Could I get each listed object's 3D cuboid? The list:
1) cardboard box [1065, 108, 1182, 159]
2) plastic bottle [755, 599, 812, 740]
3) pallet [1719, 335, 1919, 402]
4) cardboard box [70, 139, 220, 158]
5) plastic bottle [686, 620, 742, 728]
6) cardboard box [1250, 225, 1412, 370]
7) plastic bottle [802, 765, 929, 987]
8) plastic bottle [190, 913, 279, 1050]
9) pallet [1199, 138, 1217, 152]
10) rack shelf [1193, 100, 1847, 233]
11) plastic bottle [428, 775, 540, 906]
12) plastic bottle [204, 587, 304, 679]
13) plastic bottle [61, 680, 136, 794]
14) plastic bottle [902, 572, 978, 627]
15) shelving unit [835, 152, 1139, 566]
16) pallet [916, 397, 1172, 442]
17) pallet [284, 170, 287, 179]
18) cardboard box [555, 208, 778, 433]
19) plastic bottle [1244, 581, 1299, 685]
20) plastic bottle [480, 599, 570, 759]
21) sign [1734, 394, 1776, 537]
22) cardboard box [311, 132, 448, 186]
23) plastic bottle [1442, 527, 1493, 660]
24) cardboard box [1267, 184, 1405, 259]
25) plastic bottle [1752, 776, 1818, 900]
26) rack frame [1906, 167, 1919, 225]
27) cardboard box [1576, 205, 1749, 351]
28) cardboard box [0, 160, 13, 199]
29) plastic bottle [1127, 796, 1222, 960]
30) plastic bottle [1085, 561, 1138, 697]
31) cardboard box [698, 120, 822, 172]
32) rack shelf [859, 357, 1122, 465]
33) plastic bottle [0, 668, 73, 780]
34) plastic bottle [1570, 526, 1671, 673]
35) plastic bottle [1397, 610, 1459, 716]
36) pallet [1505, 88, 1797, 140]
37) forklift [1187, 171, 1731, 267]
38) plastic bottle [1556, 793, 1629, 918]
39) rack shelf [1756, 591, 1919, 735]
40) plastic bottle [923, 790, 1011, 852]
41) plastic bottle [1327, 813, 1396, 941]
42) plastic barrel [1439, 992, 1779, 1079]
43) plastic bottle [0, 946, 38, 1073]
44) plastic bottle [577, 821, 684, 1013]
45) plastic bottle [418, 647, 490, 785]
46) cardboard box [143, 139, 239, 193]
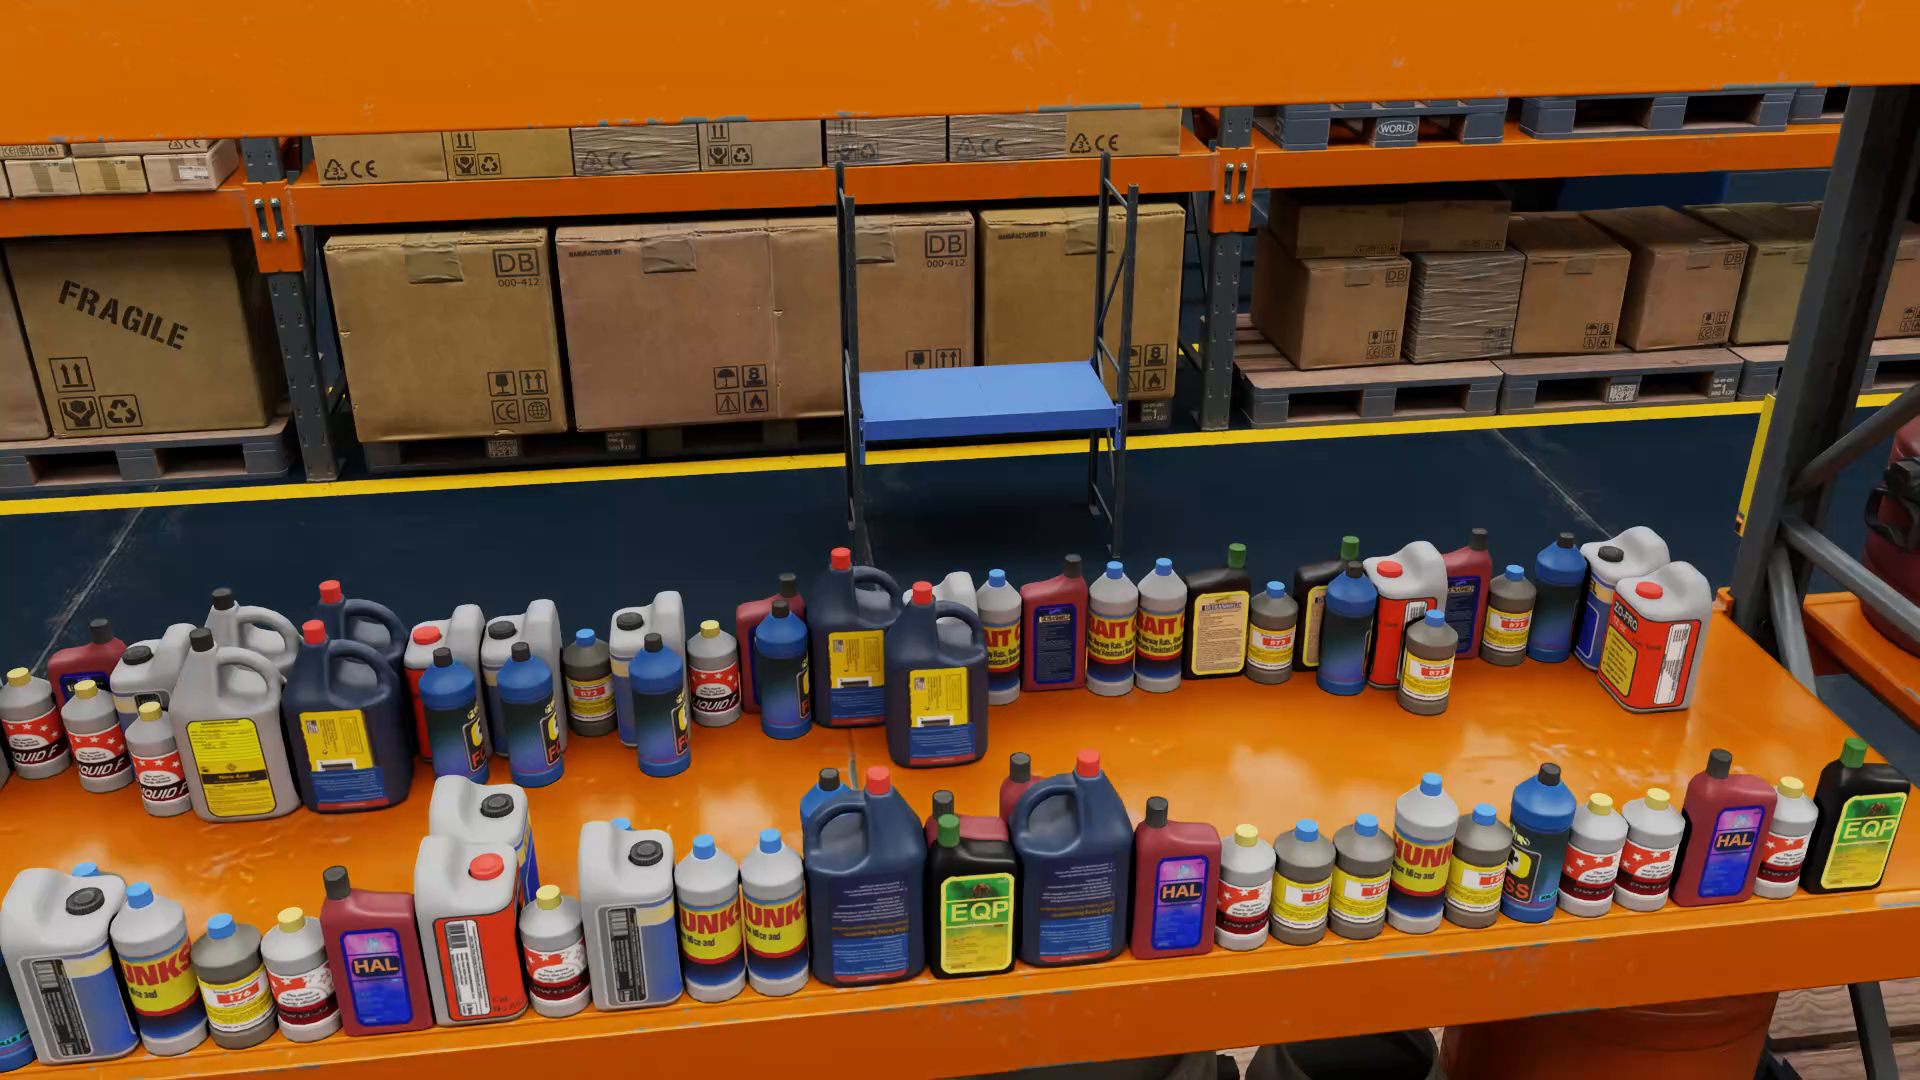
[{"bbox_3d":[0.663,-1.963,7.181,0.500,0.500,0.500,-3,27,-6],"label":"cardboard box"},{"bbox_3d":[-0.333,0.238,3.142,0.097,0.271,0.097,0,27,0],"label":"plastic bottle"},{"bbox_3d":[4.307,-1.026,8.518,1.213,0.211,1.003,-4,27,-7],"label":"pallet"},{"bbox_3d":[-3.245,-1.727,6.668,0.500,0.250,0.500,-4,27,-8],"label":"cardboard box"},{"bbox_3d":[-0.474,0.250,3.195,0.097,0.201,0.097,0,27,0],"label":"plastic bottle"},{"bbox_3d":[1.777,-1.198,8.055,0.500,0.500,0.700,-5,28,-10],"label":"cardboard box"},{"bbox_3d":[-0.145,0.501,2.541,0.185,0.351,0.144,-4,27,-7],"label":"plastic bottle"},{"bbox_3d":[-1.065,0.638,2.439,0.097,0.201,0.097,0,27,0],"label":"plastic bottle"},{"bbox_3d":[1.317,-3.086,12.534,1.213,0.211,1.003,-4,27,-7],"label":"pallet"},{"bbox_3d":[3.097,-1.870,7.896,4.000,0.370,1.077,-4,27,-7],"label":"rack shelf"},{"bbox_3d":[-0.747,0.501,2.623,0.135,0.276,0.152,-4,27,-7],"label":"plastic bottle"},{"bbox_3d":[-1.290,0.247,3.038,0.185,0.351,0.144,-4,27,-7],"label":"plastic bottle"},{"bbox_3d":[-1.557,0.348,3.005,0.097,0.201,0.097,0,27,0],"label":"plastic bottle"},{"bbox_3d":[-0.040,0.201,3.208,0.135,0.276,0.152,-4,27,-7],"label":"plastic bottle"},{"bbox_3d":[0.084,-0.673,6.418,1.048,1.500,0.538,-4,27,-7],"label":"shelving unit"},{"bbox_3d":[0.326,-0.806,8.089,1.213,0.211,1.003,-4,27,-7],"label":"pallet"},{"bbox_3d":[-5.306,-2.678,11.738,1.213,0.211,1.003,-4,27,-7],"label":"pallet"},{"bbox_3d":[-1.329,-1.156,7.586,0.875,0.875,1.225,-5,28,-9],"label":"cardboard box"},{"bbox_3d":[0.624,0.179,3.332,0.097,0.201,0.097,0,27,0],"label":"plastic bottle"},{"bbox_3d":[-0.815,0.251,3.111,0.135,0.276,0.152,-4,27,-7],"label":"plastic bottle"},{"bbox_3d":[1.723,-0.144,3.567,0.005,0.325,0.100,-4,27,-7],"label":"sign"},{"bbox_3d":[-2.354,-1.769,6.802,0.500,0.500,0.500,-4,27,-7],"label":"cardboard box"},{"bbox_3d":[1.001,0.110,3.377,0.133,0.283,0.061,-4,27,-7],"label":"plastic bottle"},{"bbox_3d":[1.776,-1.536,7.892,0.500,0.250,0.500,-3,27,-5],"label":"cardboard box"},{"bbox_3d":[1.349,0.483,2.741,0.097,0.201,0.097,0,27,0],"label":"plastic bottle"},{"bbox_3d":[5.078,-2.317,7.980,0.127,3.000,1.000,-4,27,-7],"label":"rack frame"},{"bbox_3d":[3.438,-1.313,8.280,0.500,0.500,0.700,-6,28,-12],"label":"cardboard box"},{"bbox_3d":[-3.864,-1.480,6.623,0.250,0.149,0.380,-3,27,-6],"label":"cardboard box"},{"bbox_3d":[0.334,0.520,2.579,0.133,0.283,0.061,-4,27,-7],"label":"plastic bottle"},{"bbox_3d":[0.299,0.169,3.276,0.097,0.271,0.097,0,27,0],"label":"plastic bottle"},{"bbox_3d":[-0.850,-1.868,6.995,0.500,0.500,0.500,-3,27,-6],"label":"cardboard box"},{"bbox_3d":[0.084,-0.513,6.500,1.000,0.185,0.538,-4,27,-7],"label":"rack shelf"},{"bbox_3d":[-1.698,0.328,3.042,0.097,0.201,0.097,0,27,0],"label":"plastic bottle"},{"bbox_3d":[1.333,0.113,3.379,0.135,0.276,0.152,-4,27,-7],"label":"plastic bottle"},{"bbox_3d":[0.911,0.231,3.232,0.097,0.201,0.097,0,27,0],"label":"plastic bottle"},{"bbox_3d":[3.071,-2.121,7.809,1.213,0.211,1.003,-4,27,-7],"label":"pallet"},{"bbox_3d":[2.781,-2.894,9.181,3.031,2.935,1.130,-3,27,-7],"label":"forklift"},{"bbox_3d":[1.024,0.504,2.700,0.097,0.201,0.097,0,27,0],"label":"plastic bottle"},{"bbox_3d":[3.787,0.370,3.532,4.000,0.370,1.077,-4,27,-7],"label":"rack shelf"},{"bbox_3d":[0.010,0.513,2.593,0.133,0.283,0.061,-4,27,-7],"label":"plastic bottle"},{"bbox_3d":[0.638,0.528,2.652,0.097,0.201,0.097,0,27,0],"label":"plastic bottle"},{"bbox_3d":[1.325,0.994,3.444,0.708,0.830,0.600,-4,27,-7],"label":"plastic barrel"},{"bbox_3d":[-1.391,0.628,2.382,0.097,0.271,0.097,0,27,0],"label":"plastic bottle"},{"bbox_3d":[-0.496,0.555,2.518,0.135,0.276,0.152,-4,27,-7],"label":"plastic bottle"},{"bbox_3d":[-0.912,0.317,2.987,0.097,0.271,0.097,0,27,0],"label":"plastic bottle"},{"bbox_3d":[-3.101,-1.529,6.719,0.250,0.149,0.380,-4,27,-7],"label":"cardboard box"}]
